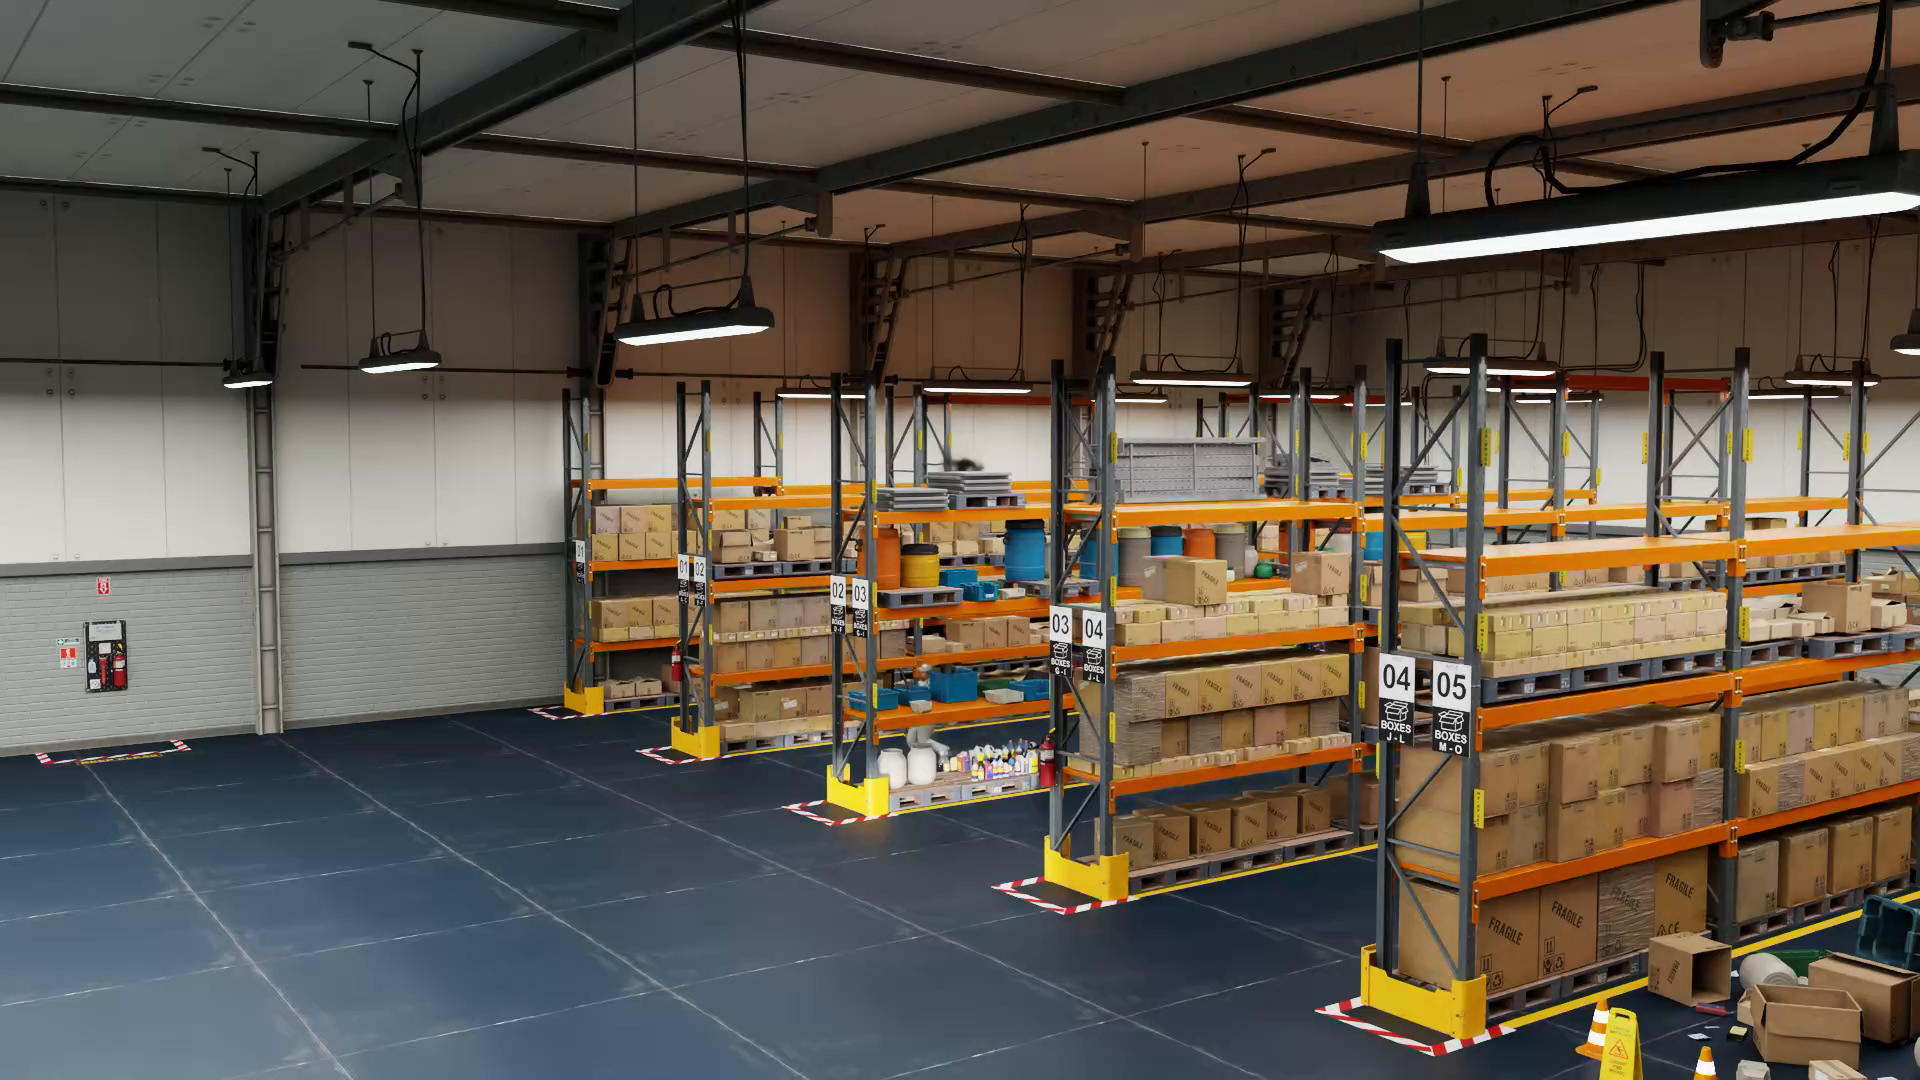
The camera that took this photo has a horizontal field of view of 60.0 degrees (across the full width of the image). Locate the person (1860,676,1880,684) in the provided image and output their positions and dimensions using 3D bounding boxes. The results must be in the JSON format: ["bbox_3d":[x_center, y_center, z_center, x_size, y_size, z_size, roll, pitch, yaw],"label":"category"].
[{"bbox_3d":[12.769,2.799,23.345,0.790,1.815,0.641,-2,4,-34],"label":"person"}]

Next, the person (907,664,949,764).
[{"bbox_3d":[-0.514,2.690,25.340,0.651,1.618,0.611,-2,4,-32],"label":"person"}]
